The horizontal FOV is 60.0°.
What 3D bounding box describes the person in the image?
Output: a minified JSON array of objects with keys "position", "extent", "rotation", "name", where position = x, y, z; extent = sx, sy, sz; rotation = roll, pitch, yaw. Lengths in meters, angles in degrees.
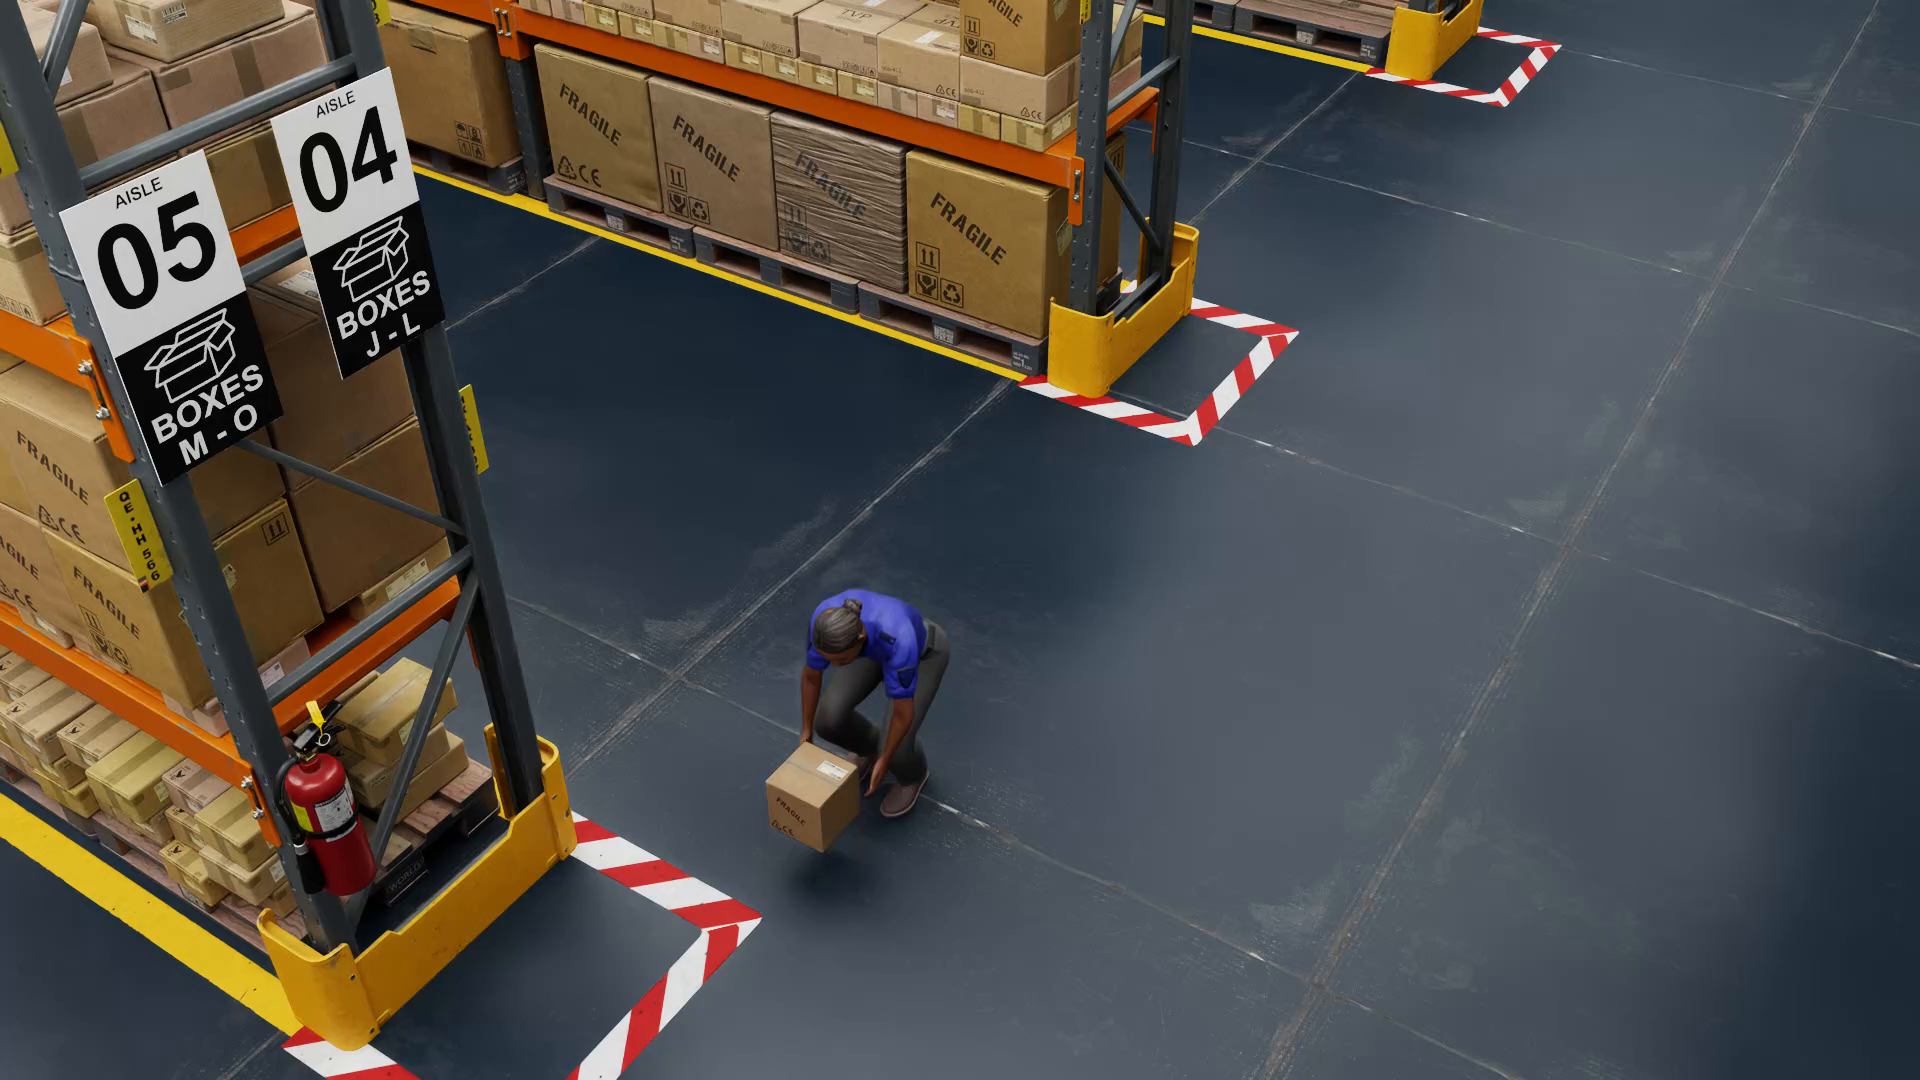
[{"position":[-0.307,0.565,6.375],"extent":[0.501,1.168,0.726],"rotation":[22,43,25],"name":"person"}]
